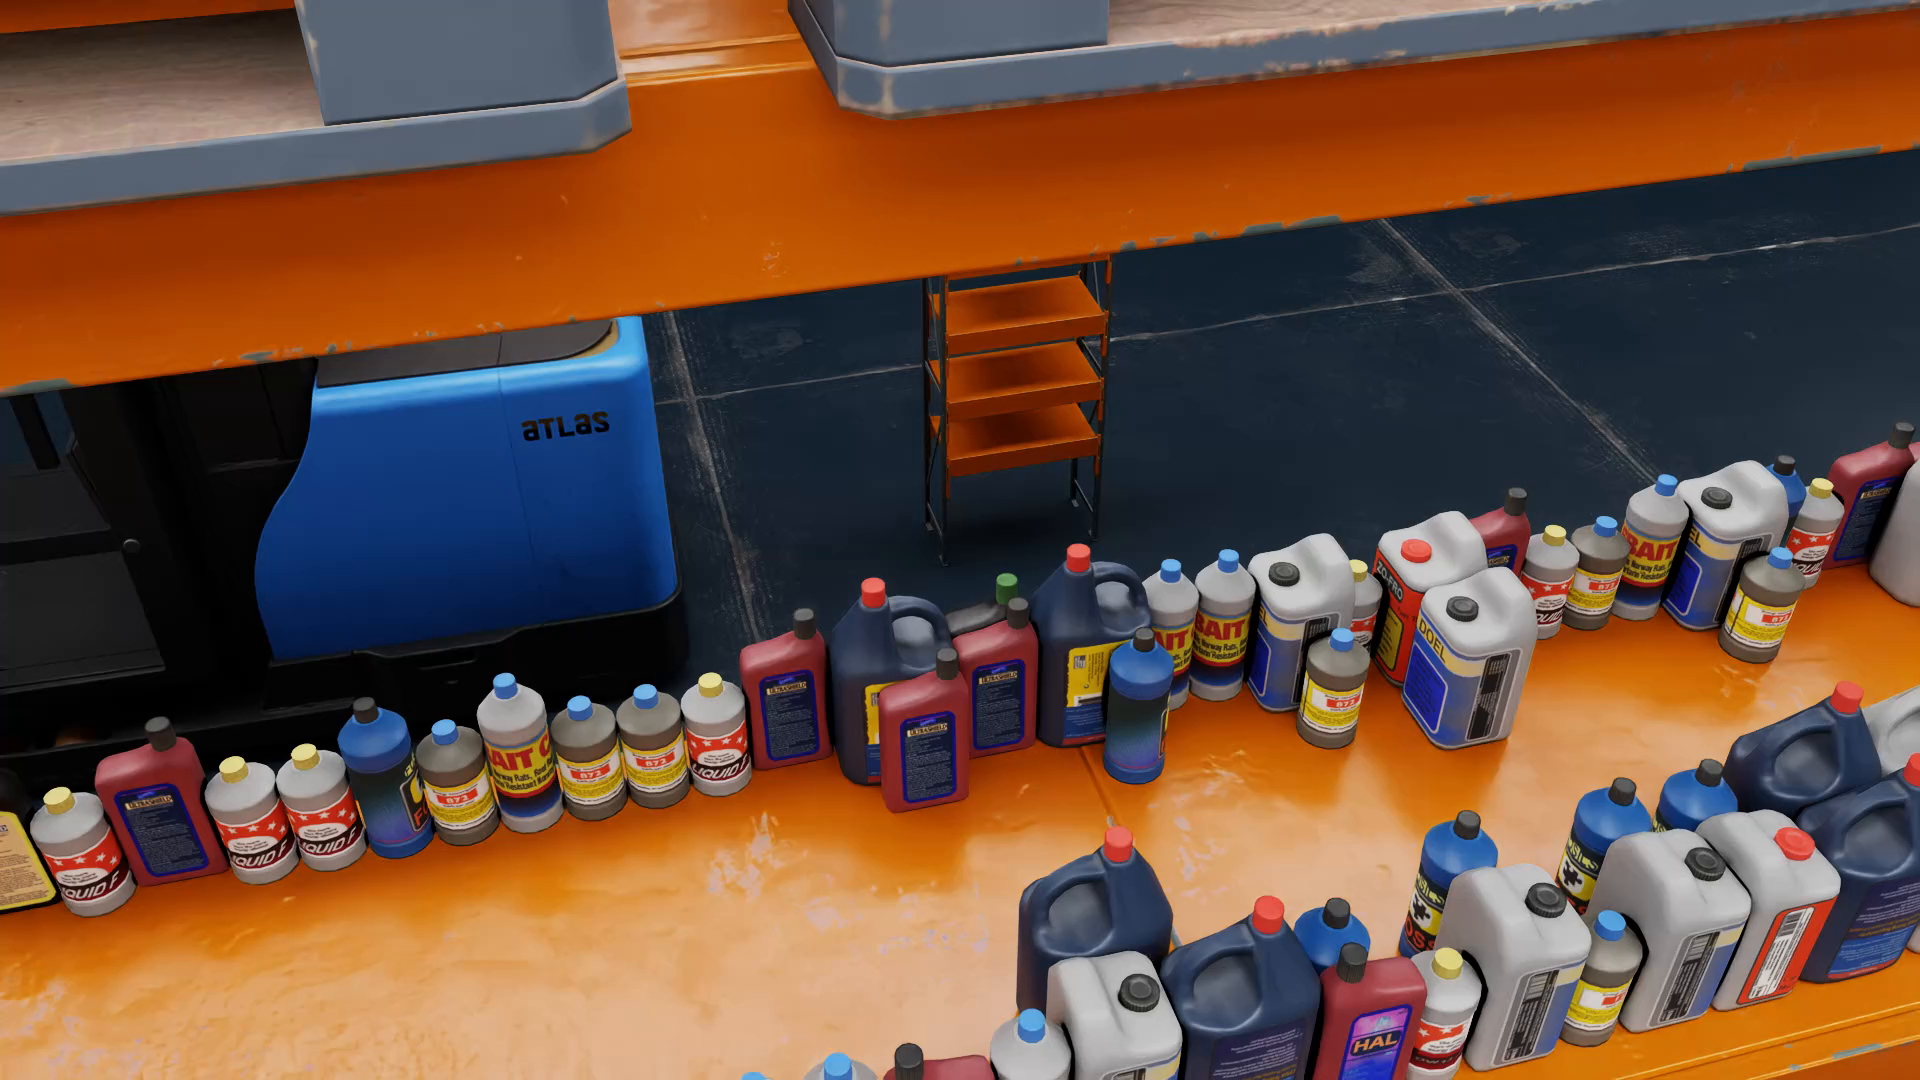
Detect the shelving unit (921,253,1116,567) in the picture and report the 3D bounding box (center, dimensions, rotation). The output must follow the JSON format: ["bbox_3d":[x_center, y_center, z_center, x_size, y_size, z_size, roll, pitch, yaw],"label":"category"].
[{"bbox_3d":[0.160,-0.503,4.920,0.503,1.200,0.258,-9,38,-12],"label":"shelving unit"}]

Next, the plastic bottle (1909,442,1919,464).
[{"bbox_3d":[1.744,-0.101,3.009,0.133,0.283,0.061,-9,38,-12],"label":"plastic bottle"}]

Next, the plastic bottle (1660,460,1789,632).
[{"bbox_3d":[1.310,0.002,2.881,0.135,0.276,0.152,-9,38,-12],"label":"plastic bottle"}]

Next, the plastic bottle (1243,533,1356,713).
[{"bbox_3d":[0.545,0.127,2.717,0.135,0.276,0.152,-9,38,-12],"label":"plastic bottle"}]

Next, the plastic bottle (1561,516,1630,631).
[{"bbox_3d":[1.097,0.049,2.880,0.097,0.201,0.097,0,37,0],"label":"plastic bottle"}]

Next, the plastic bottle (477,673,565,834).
[{"bbox_3d":[-0.658,0.310,2.482,0.097,0.271,0.097,0,37,0],"label":"plastic bottle"}]

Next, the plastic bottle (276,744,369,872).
[{"bbox_3d":[-0.940,0.384,2.443,0.097,0.201,0.097,0,37,0],"label":"plastic bottle"}]

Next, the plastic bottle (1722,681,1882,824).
[{"bbox_3d":[1.191,0.347,2.368,0.185,0.351,0.144,-9,38,-12],"label":"plastic bottle"}]

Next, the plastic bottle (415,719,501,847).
[{"bbox_3d":[-0.752,0.353,2.484,0.097,0.201,0.097,0,37,0],"label":"plastic bottle"}]

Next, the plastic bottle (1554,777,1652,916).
[{"bbox_3d":[0.893,0.437,2.316,0.097,0.271,0.097,0,37,0],"label":"plastic bottle"}]

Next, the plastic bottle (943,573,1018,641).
[{"bbox_3d":[0.038,0.179,2.643,0.133,0.283,0.061,-9,38,-12],"label":"plastic bottle"}]

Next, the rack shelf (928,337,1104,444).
[{"bbox_3d":[0.160,-0.449,4.961,0.480,0.148,0.258,-9,38,-12],"label":"rack shelf"}]

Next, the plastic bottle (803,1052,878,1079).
[{"bbox_3d":[-0.139,0.702,1.969,0.097,0.271,0.097,0,37,0],"label":"plastic bottle"}]

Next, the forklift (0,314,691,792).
[{"bbox_3d":[-2.338,-0.842,3.938,3.031,2.935,1.130,-8,38,-10],"label":"forklift"}]

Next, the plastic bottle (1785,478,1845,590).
[{"bbox_3d":[1.509,-0.018,2.968,0.097,0.201,0.097,0,37,0],"label":"plastic bottle"}]

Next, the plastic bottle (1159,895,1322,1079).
[{"bbox_3d":[0.344,0.577,2.068,0.185,0.351,0.144,-9,38,-12],"label":"plastic bottle"}]

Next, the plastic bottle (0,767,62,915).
[{"bbox_3d":[-1.373,0.411,2.340,0.133,0.283,0.061,-9,38,-12],"label":"plastic bottle"}]

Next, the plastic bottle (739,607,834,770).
[{"bbox_3d":[-0.270,0.230,2.577,0.133,0.283,0.061,-9,38,-12],"label":"plastic bottle"}]

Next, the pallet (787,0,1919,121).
[{"bbox_3d":[0.384,-0.709,1.394,1.213,0.211,1.003,-9,38,-12],"label":"pallet"}]

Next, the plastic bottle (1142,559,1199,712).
[{"bbox_3d":[0.332,0.147,2.695,0.097,0.271,0.097,0,37,0],"label":"plastic bottle"}]

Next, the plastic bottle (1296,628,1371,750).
[{"bbox_3d":[0.596,0.227,2.648,0.097,0.201,0.097,0,37,0],"label":"plastic bottle"}]

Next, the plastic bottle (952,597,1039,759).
[{"bbox_3d":[0.053,0.215,2.596,0.133,0.283,0.061,-9,38,-12],"label":"plastic bottle"}]

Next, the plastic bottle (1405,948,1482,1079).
[{"bbox_3d":[0.615,0.606,2.152,0.097,0.201,0.097,0,37,0],"label":"plastic bottle"}]

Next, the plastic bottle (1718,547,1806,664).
[{"bbox_3d":[1.360,0.102,2.811,0.097,0.201,0.097,0,37,0],"label":"plastic bottle"}]

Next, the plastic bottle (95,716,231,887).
[{"bbox_3d":[-1.150,0.374,2.388,0.133,0.283,0.061,-9,38,-12],"label":"plastic bottle"}]

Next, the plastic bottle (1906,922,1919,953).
[{"bbox_3d":[1.407,0.402,2.296,0.185,0.351,0.144,-9,38,-12],"label":"plastic bottle"}]

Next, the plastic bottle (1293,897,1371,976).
[{"bbox_3d":[0.470,0.564,2.150,0.097,0.271,0.097,0,37,0],"label":"plastic bottle"}]

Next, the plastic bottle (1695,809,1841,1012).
[{"bbox_3d":[1.073,0.484,2.251,0.135,0.276,0.152,-9,38,-12],"label":"plastic bottle"}]

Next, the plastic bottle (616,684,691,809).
[{"bbox_3d":[-0.470,0.307,2.544,0.097,0.201,0.097,0,37,0],"label":"plastic bottle"}]

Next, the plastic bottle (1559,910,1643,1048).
[{"bbox_3d":[0.839,0.569,2.200,0.097,0.201,0.097,0,37,0],"label":"plastic bottle"}]

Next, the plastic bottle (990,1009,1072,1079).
[{"bbox_3d":[0.084,0.665,2.017,0.097,0.271,0.097,0,37,0],"label":"plastic bottle"}]

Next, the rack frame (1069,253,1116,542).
[{"bbox_3d":[0.395,-0.541,4.970,0.015,1.200,0.240,-9,38,-12],"label":"rack frame"}]

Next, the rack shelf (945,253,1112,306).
[{"bbox_3d":[0.160,-0.815,4.681,0.480,0.148,0.258,-9,38,-12],"label":"rack shelf"}]

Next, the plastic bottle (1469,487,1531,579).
[{"bbox_3d":[0.887,0.040,2.825,0.133,0.283,0.061,-9,38,-12],"label":"plastic bottle"}]
